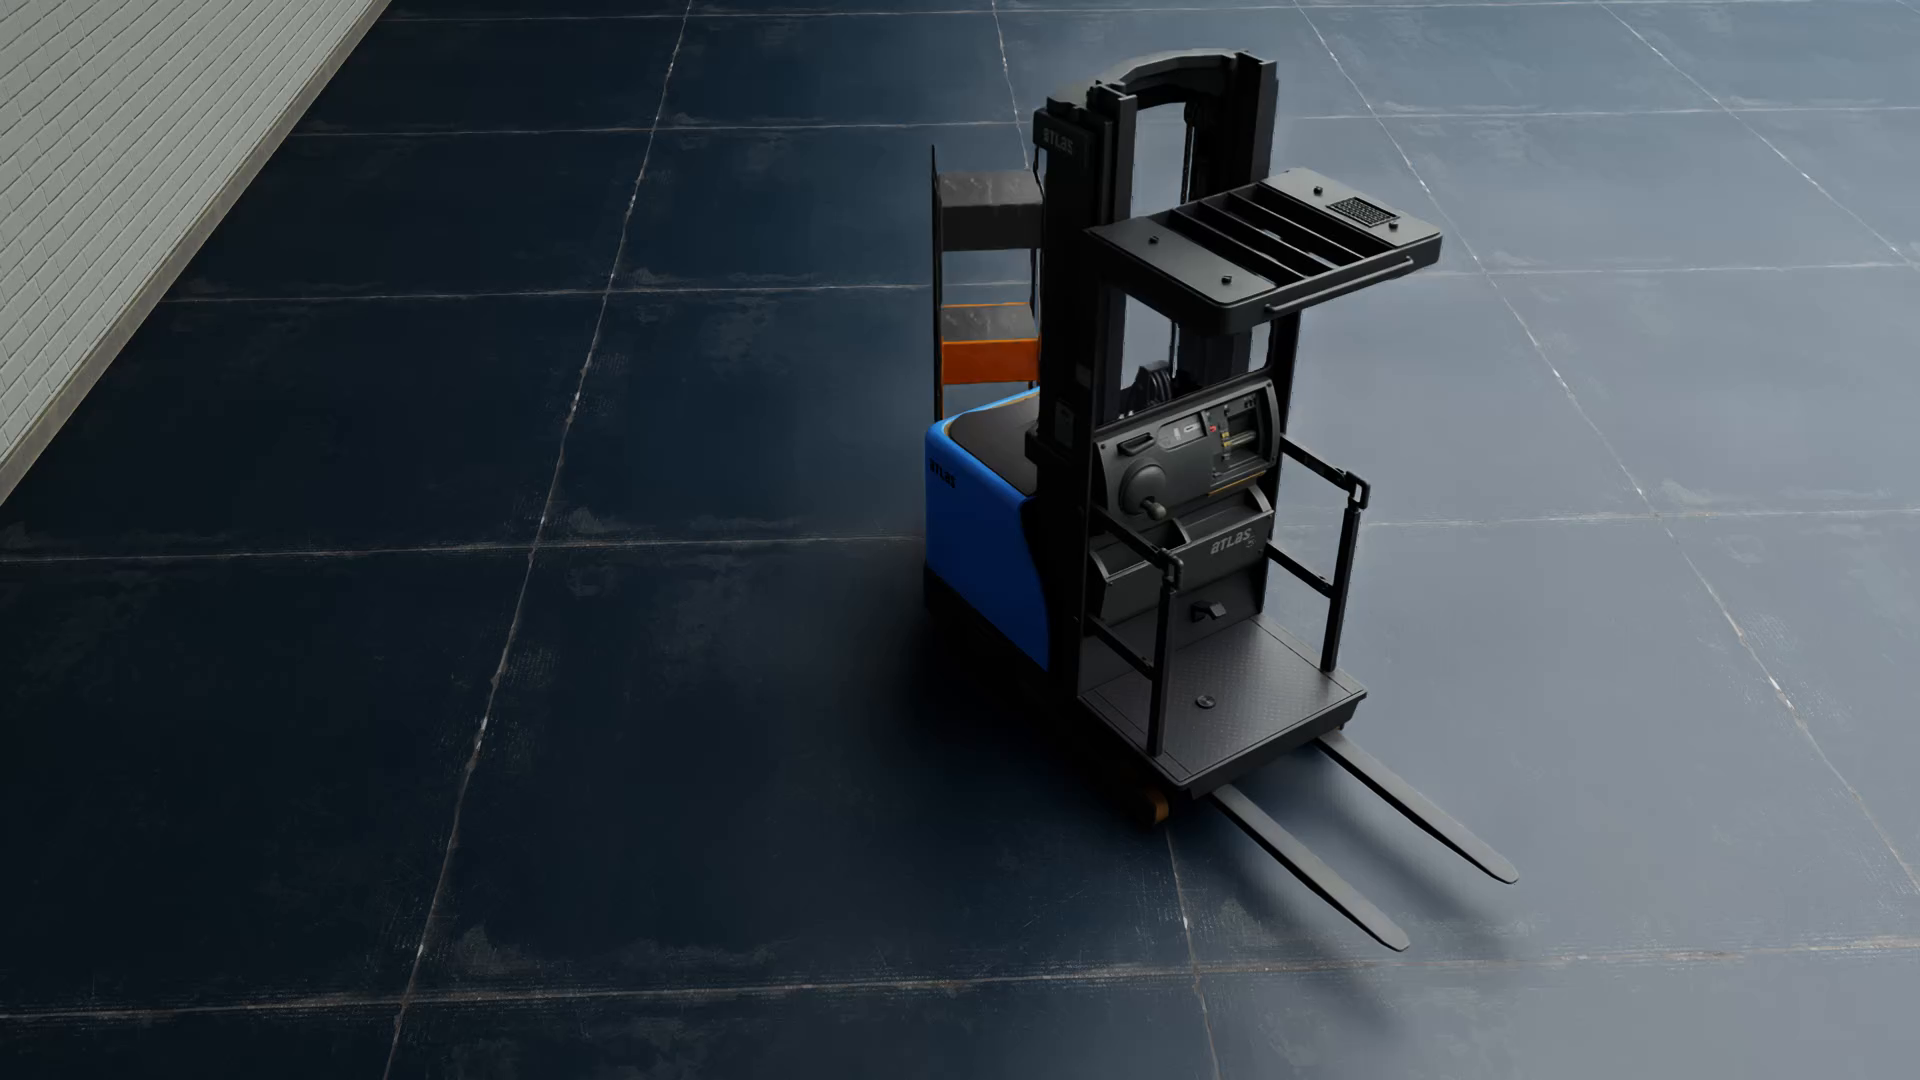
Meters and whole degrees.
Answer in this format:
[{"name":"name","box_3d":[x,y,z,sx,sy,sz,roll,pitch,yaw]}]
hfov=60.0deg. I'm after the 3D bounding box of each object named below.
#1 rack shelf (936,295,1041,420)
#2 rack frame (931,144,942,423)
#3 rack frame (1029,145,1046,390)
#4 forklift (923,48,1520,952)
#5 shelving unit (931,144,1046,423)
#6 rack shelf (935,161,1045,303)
[{"name":"rack shelf","box_3d":[0.133,-0.875,8.229,0.480,0.518,0.431,-3,35,-4]},{"name":"rack frame","box_3d":[-0.111,-0.875,8.206,0.015,2.100,0.400,-3,35,-4]},{"name":"rack frame","box_3d":[0.376,-0.897,8.236,0.015,2.100,0.400,-3,35,-4]},{"name":"forklift","box_3d":[1.063,-0.311,6.660,1.130,2.935,3.031,-21,40,-27]},{"name":"shelving unit","box_3d":[0.133,-0.886,8.221,0.503,2.100,0.431,-3,35,-4]},{"name":"rack shelf","box_3d":[0.132,-1.451,7.831,0.480,0.518,0.431,-3,35,-4]}]
